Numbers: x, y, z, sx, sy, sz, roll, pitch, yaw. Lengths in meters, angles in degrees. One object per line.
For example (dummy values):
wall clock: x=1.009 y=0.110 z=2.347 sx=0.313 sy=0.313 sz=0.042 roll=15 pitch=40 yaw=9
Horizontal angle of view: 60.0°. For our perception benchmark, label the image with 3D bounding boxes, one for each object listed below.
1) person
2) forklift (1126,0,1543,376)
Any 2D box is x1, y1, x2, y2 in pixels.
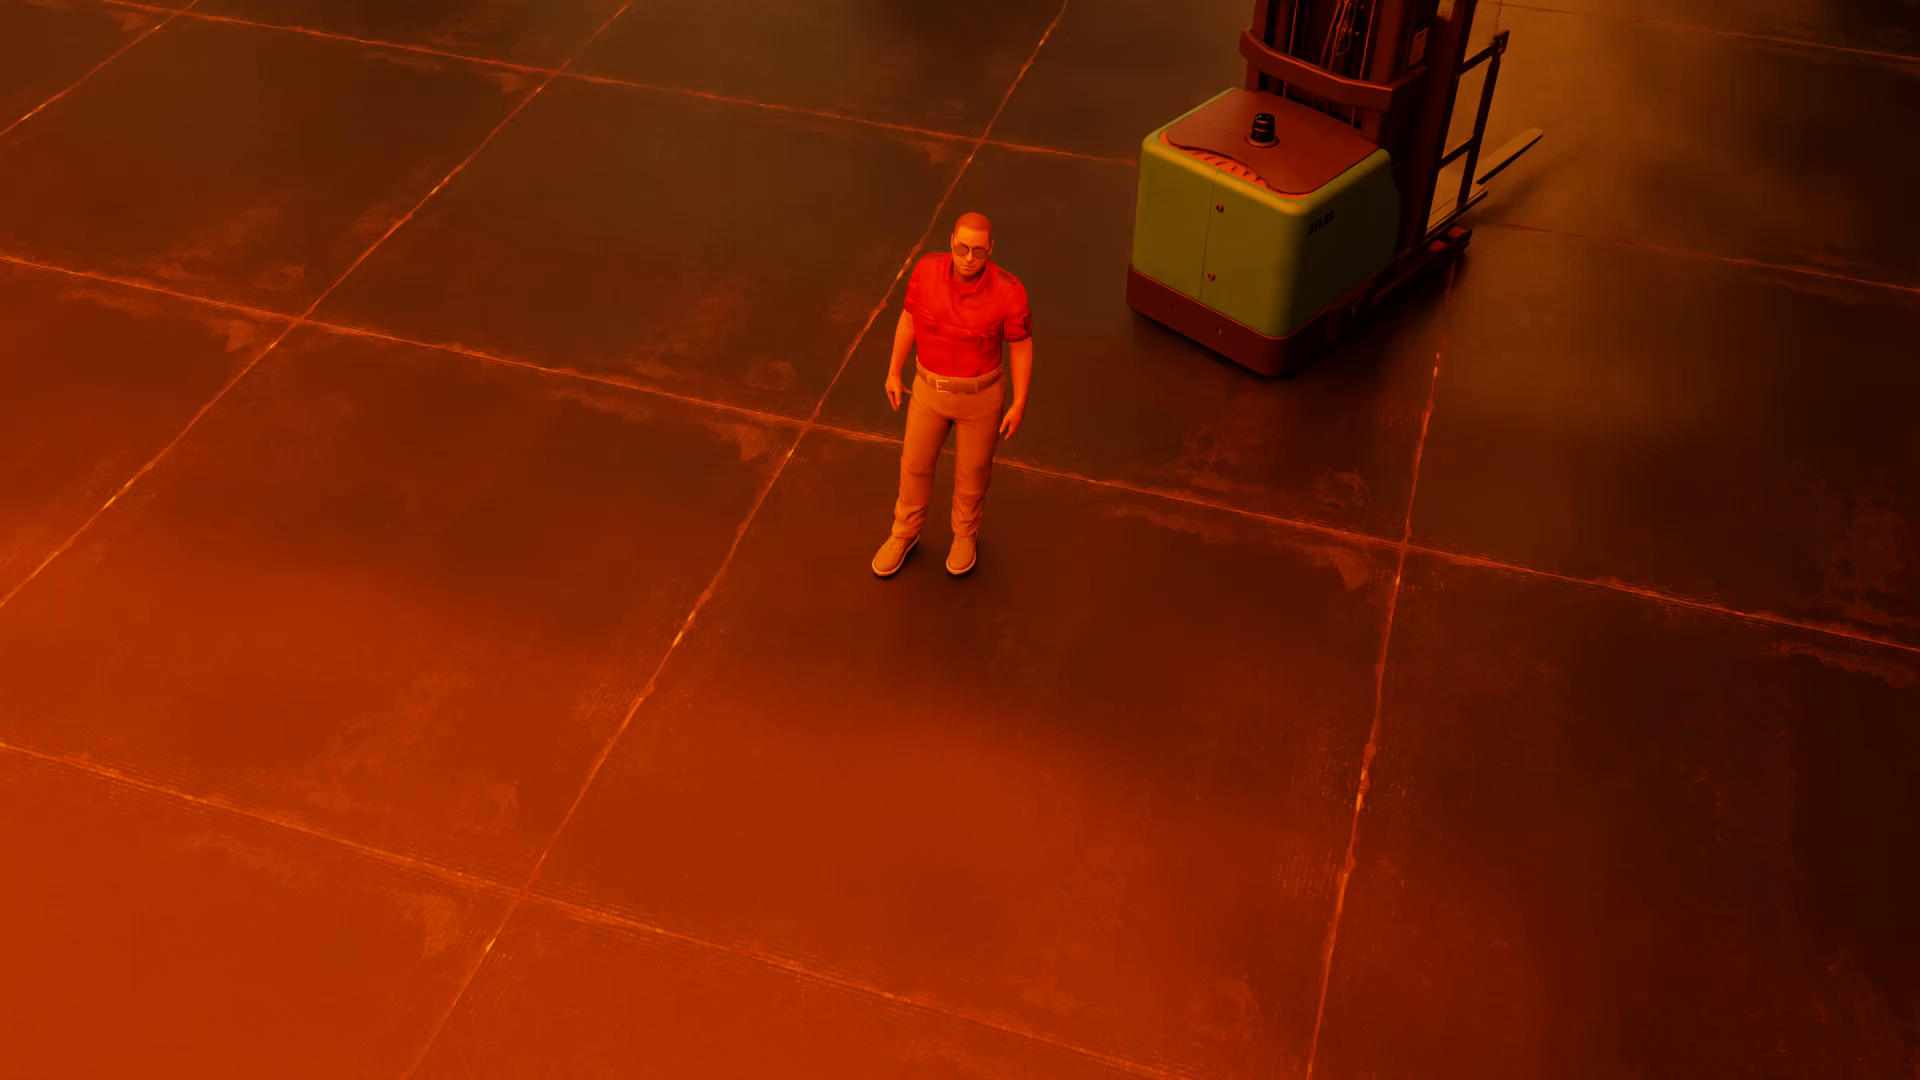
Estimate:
person: x=-0.038 y=-0.583 z=7.186 sx=0.641 sy=1.728 sz=0.550 roll=12 pitch=44 yaw=13
forklift: x=2.296 y=-2.833 z=8.734 sx=1.130 sy=2.935 sz=3.031 roll=33 pitch=52 yaw=30
